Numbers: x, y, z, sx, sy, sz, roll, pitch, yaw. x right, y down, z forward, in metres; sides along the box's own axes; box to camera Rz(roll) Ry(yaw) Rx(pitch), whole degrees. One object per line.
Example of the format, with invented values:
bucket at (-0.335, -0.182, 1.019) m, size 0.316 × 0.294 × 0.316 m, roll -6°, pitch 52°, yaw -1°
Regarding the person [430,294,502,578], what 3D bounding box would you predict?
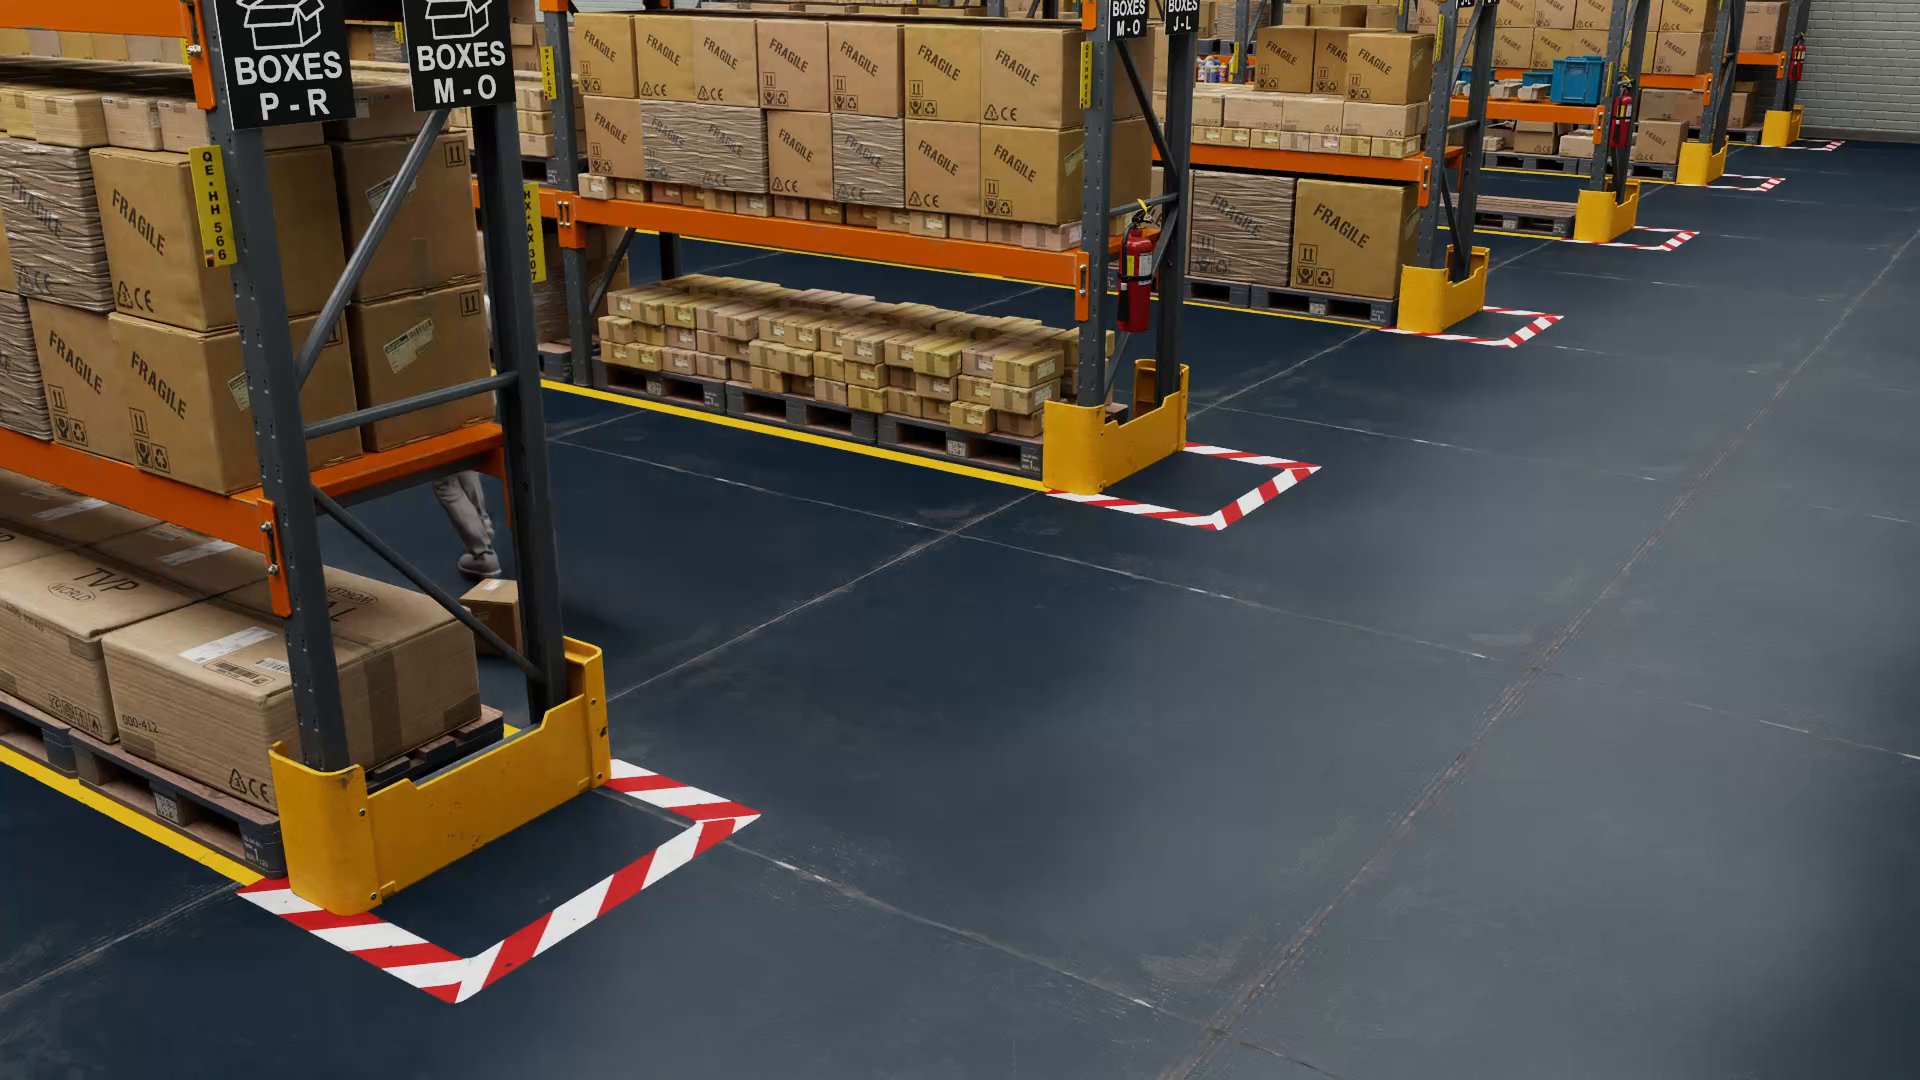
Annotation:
person at (-2.407, -0.632, 7.851) m, size 0.644 × 1.668 × 0.613 m, roll 18°, pitch 27°, yaw 41°
